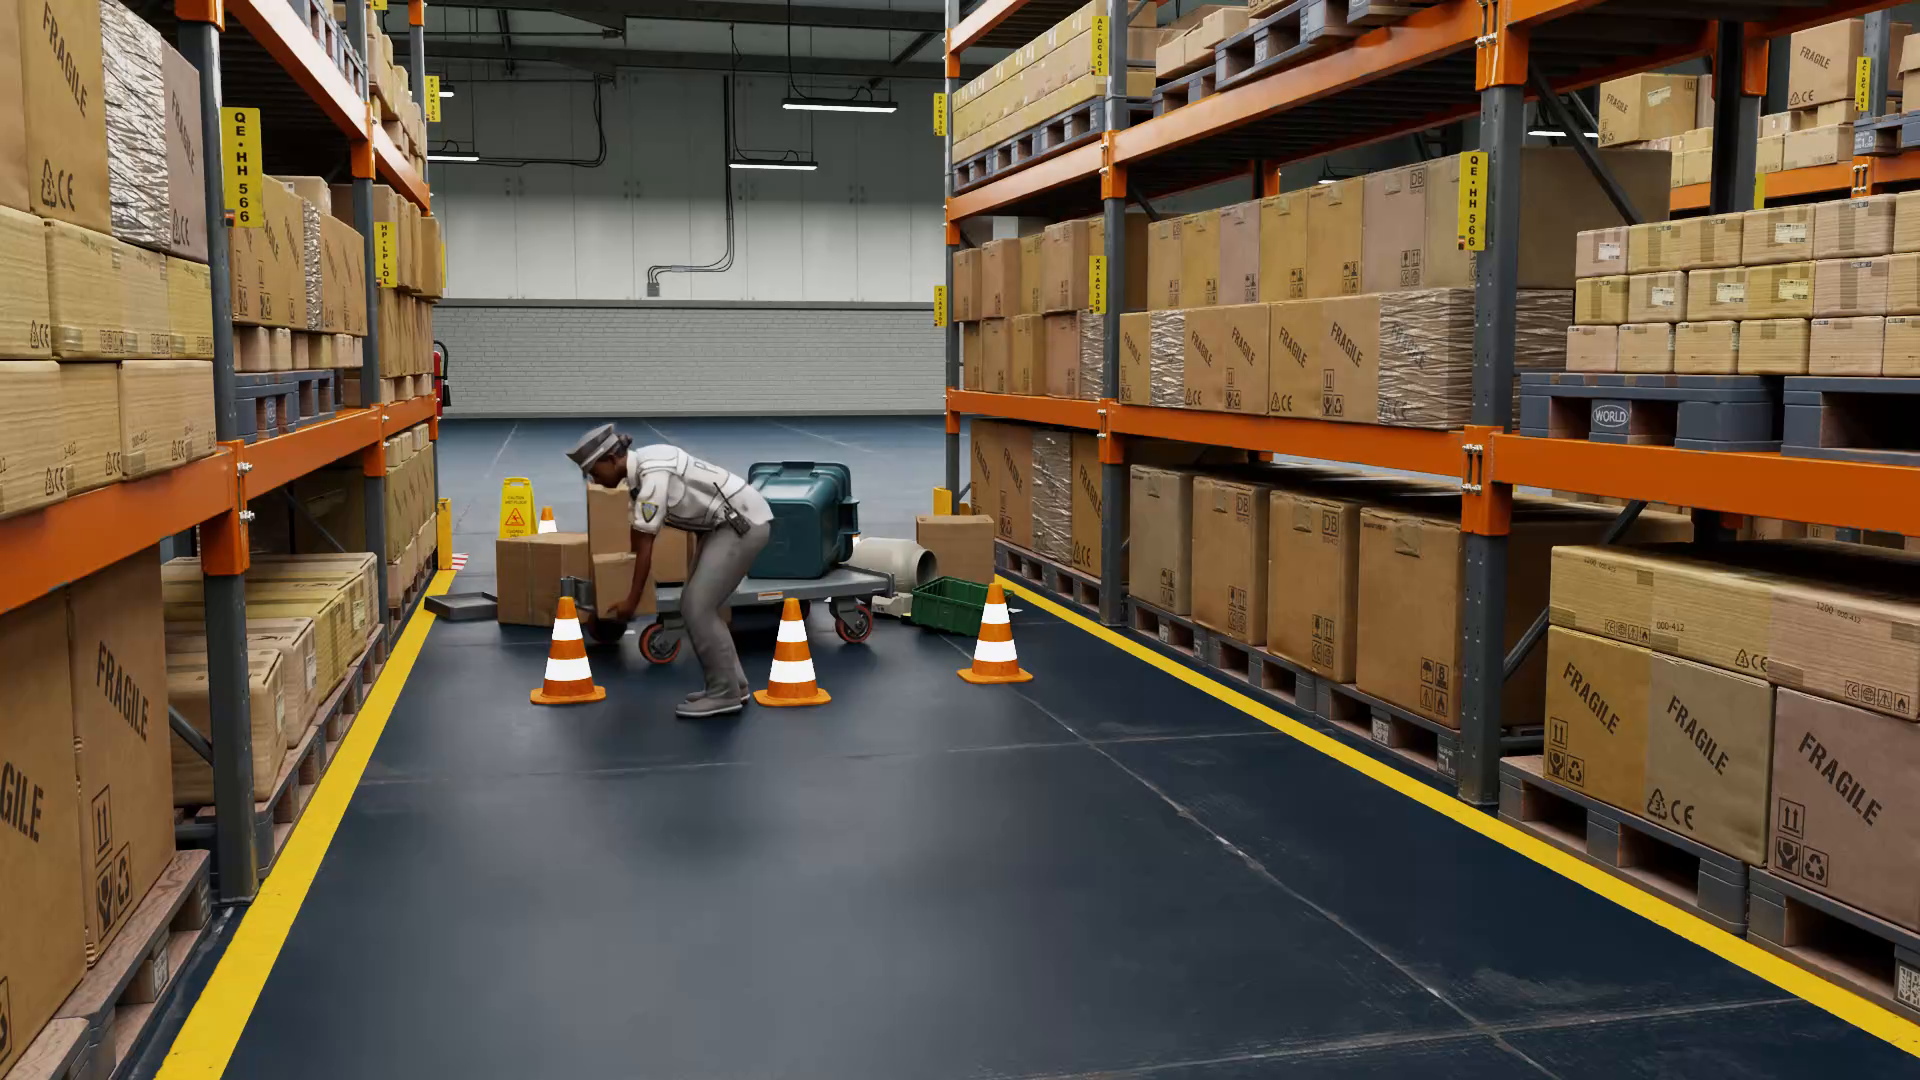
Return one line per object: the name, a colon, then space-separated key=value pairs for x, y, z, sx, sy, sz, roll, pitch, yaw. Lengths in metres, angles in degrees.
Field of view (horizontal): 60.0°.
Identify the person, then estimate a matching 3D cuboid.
person: x=-1.263 y=0.128 z=7.289 sx=0.891 sy=1.284 sz=0.422 roll=-2 pitch=6 yaw=-16
